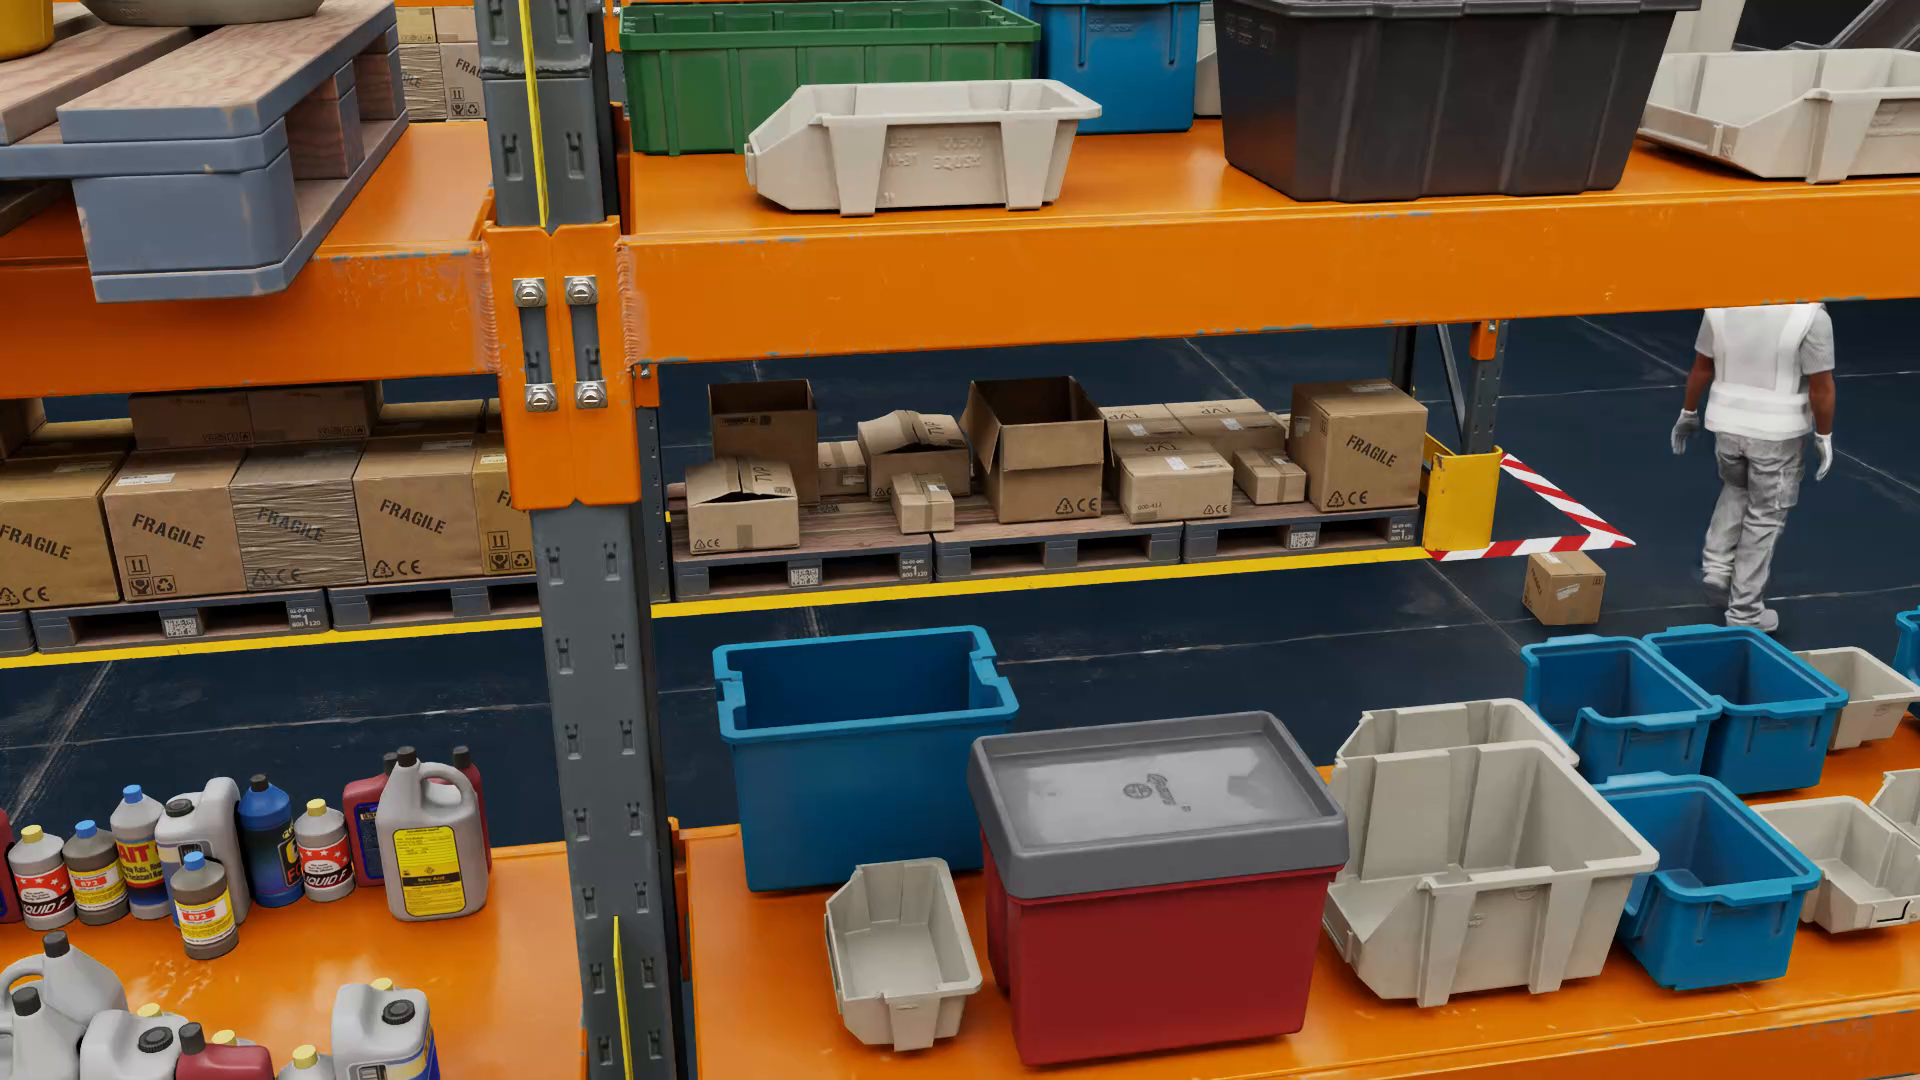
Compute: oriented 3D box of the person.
[{"bbox_3d":[3.451,-0.483,7.161,0.475,1.773,0.652,-16,28,-33],"label":"person"}]
